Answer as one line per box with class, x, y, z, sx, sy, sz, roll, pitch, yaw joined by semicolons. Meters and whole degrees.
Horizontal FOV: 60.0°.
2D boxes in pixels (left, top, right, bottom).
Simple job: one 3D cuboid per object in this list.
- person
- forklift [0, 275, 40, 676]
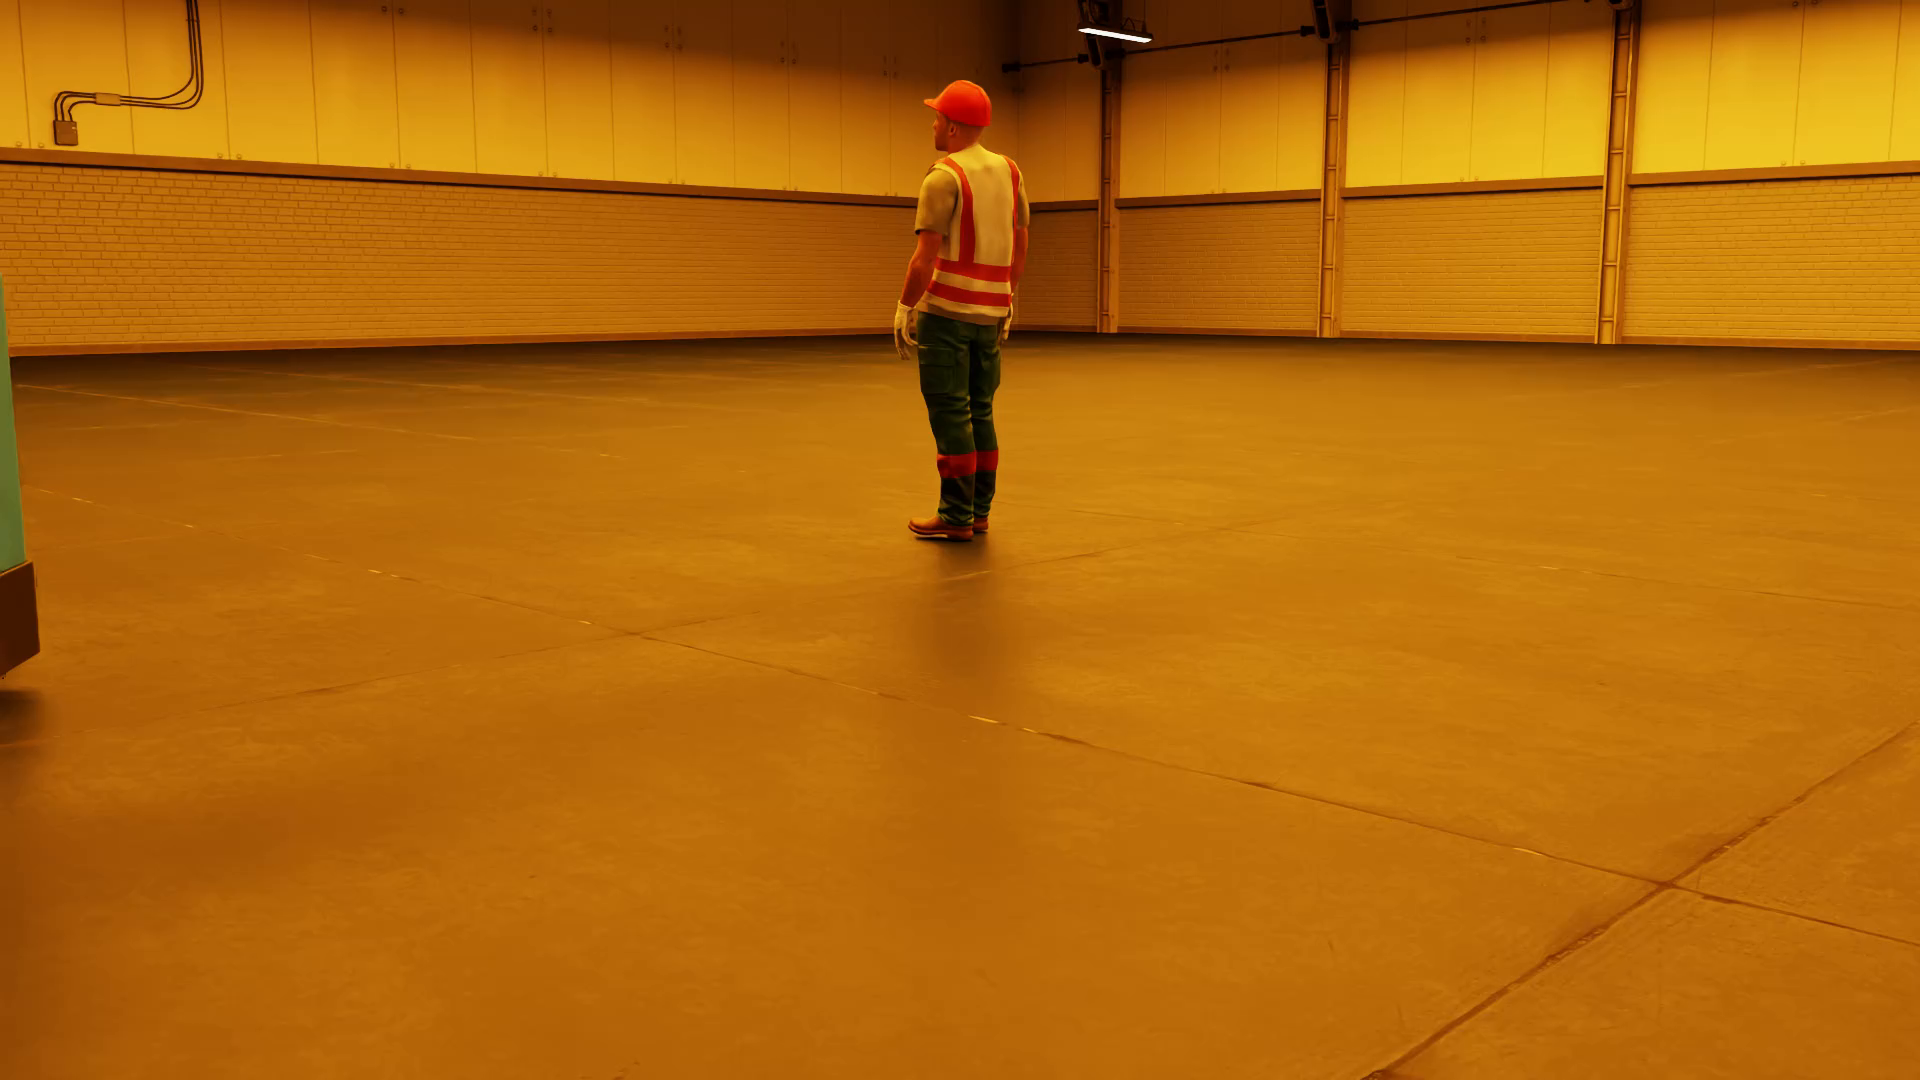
person;-0.049;-0.902;6.647;0.564;1.787;0.637;8;12;43
forklift;-3.784;-0.981;3.387;3.031;2.935;1.130;-2;9;-11
